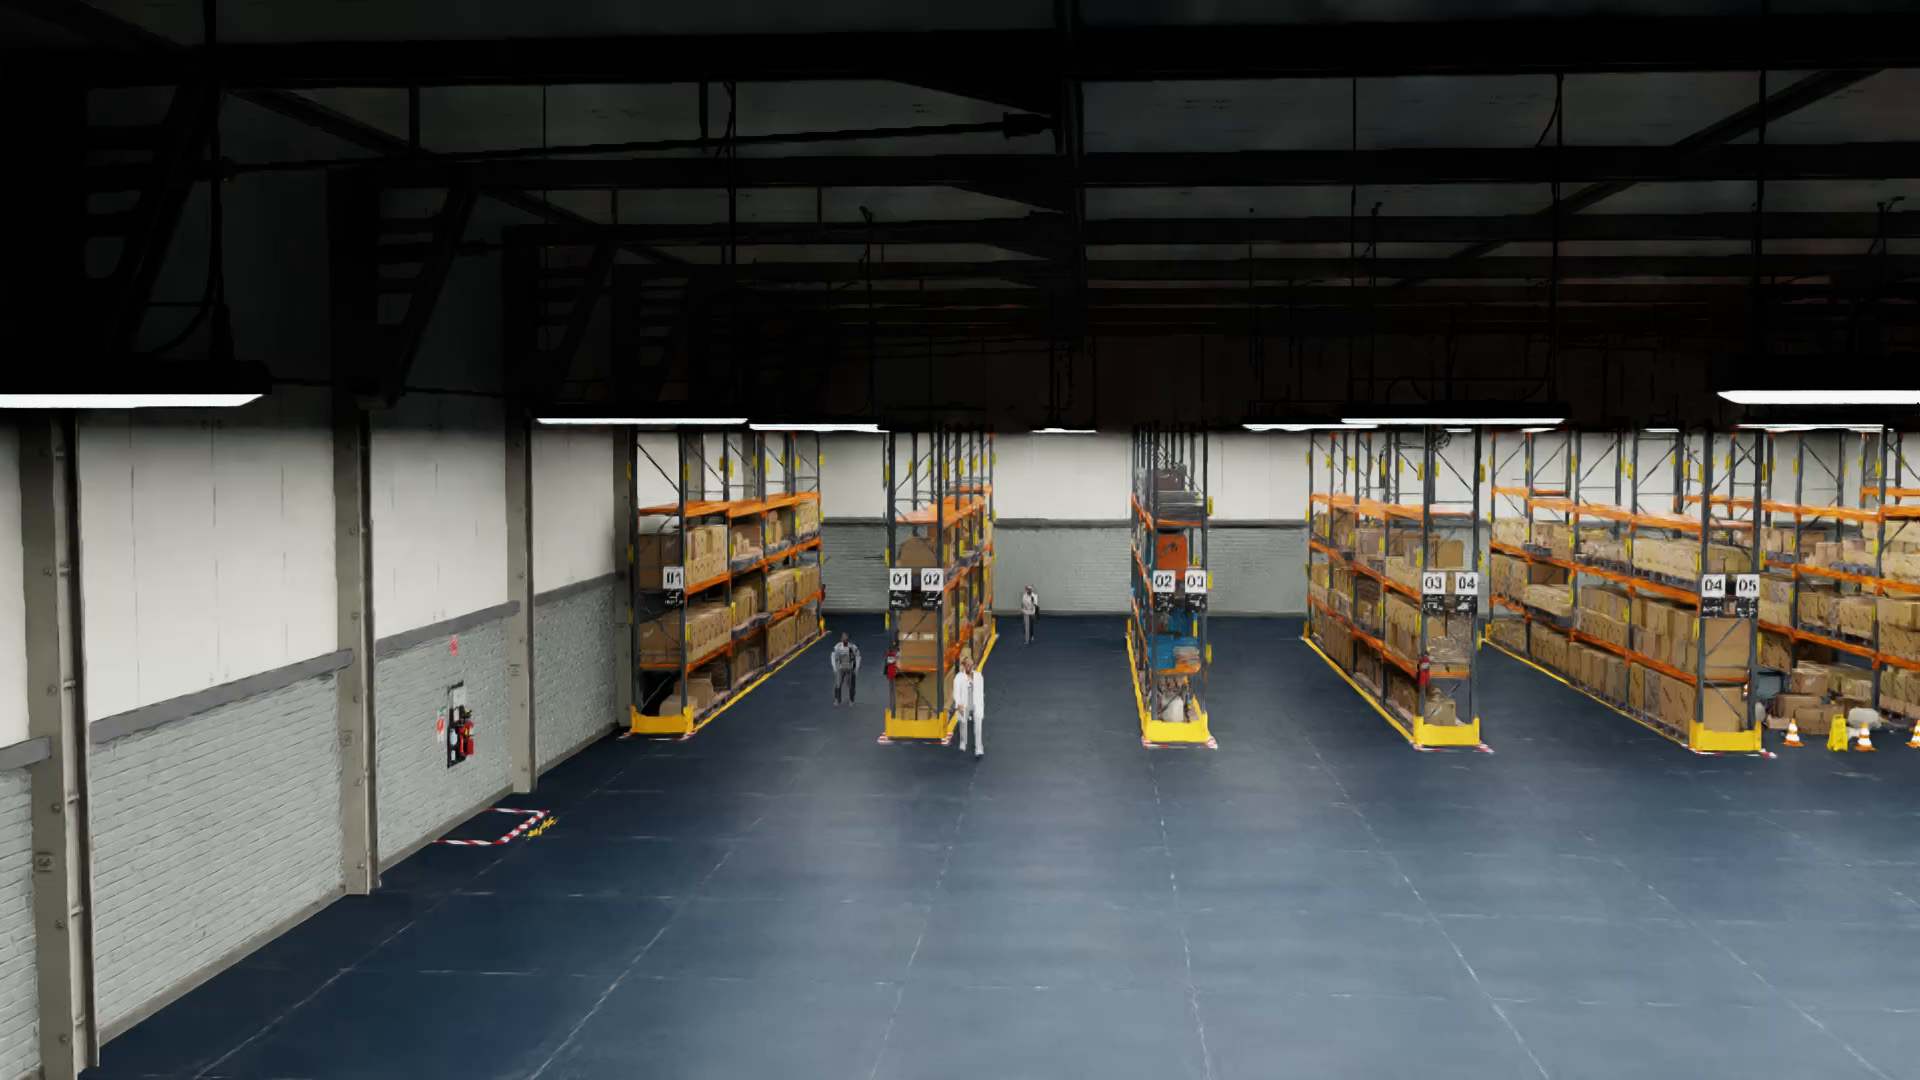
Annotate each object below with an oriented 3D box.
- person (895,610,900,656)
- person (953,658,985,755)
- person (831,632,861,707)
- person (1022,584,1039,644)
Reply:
[{"bbox_3d":[-1.573,2.232,42.364,0.446,1.588,1.110,0,4,7],"label":"person"},{"bbox_3d":[0.158,2.963,29.764,0.580,1.715,1.102,0,4,-4],"label":"person"},{"bbox_3d":[-2.397,2.707,34.886,0.639,1.632,0.512,0,4,2],"label":"person"},{"bbox_3d":[1.933,2.013,45.711,0.461,1.623,0.999,0,4,3],"label":"person"}]
